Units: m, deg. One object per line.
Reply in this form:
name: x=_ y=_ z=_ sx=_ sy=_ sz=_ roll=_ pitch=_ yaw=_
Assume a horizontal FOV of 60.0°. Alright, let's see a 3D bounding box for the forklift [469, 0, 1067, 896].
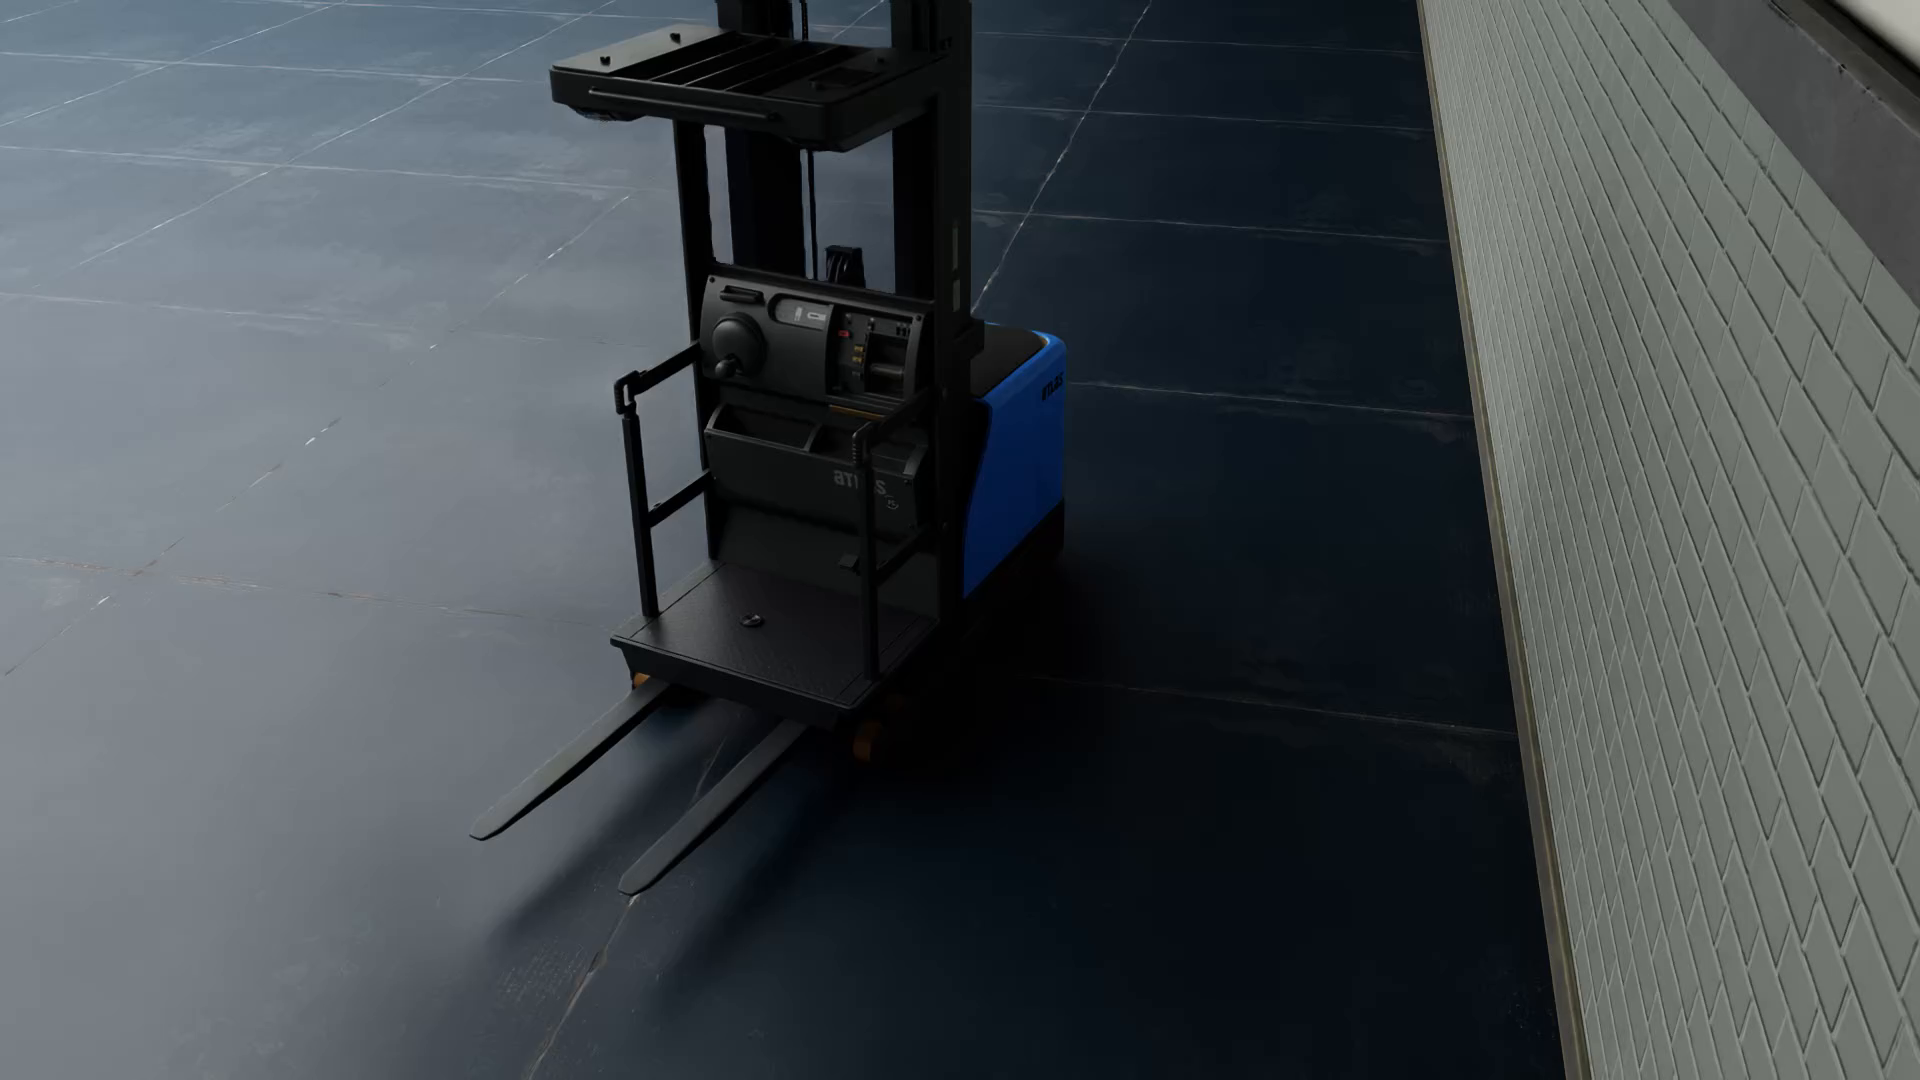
forklift: x=-0.645 y=-0.691 z=5.959 sx=1.130 sy=2.935 sz=3.031 roll=14 pitch=32 yaw=23
